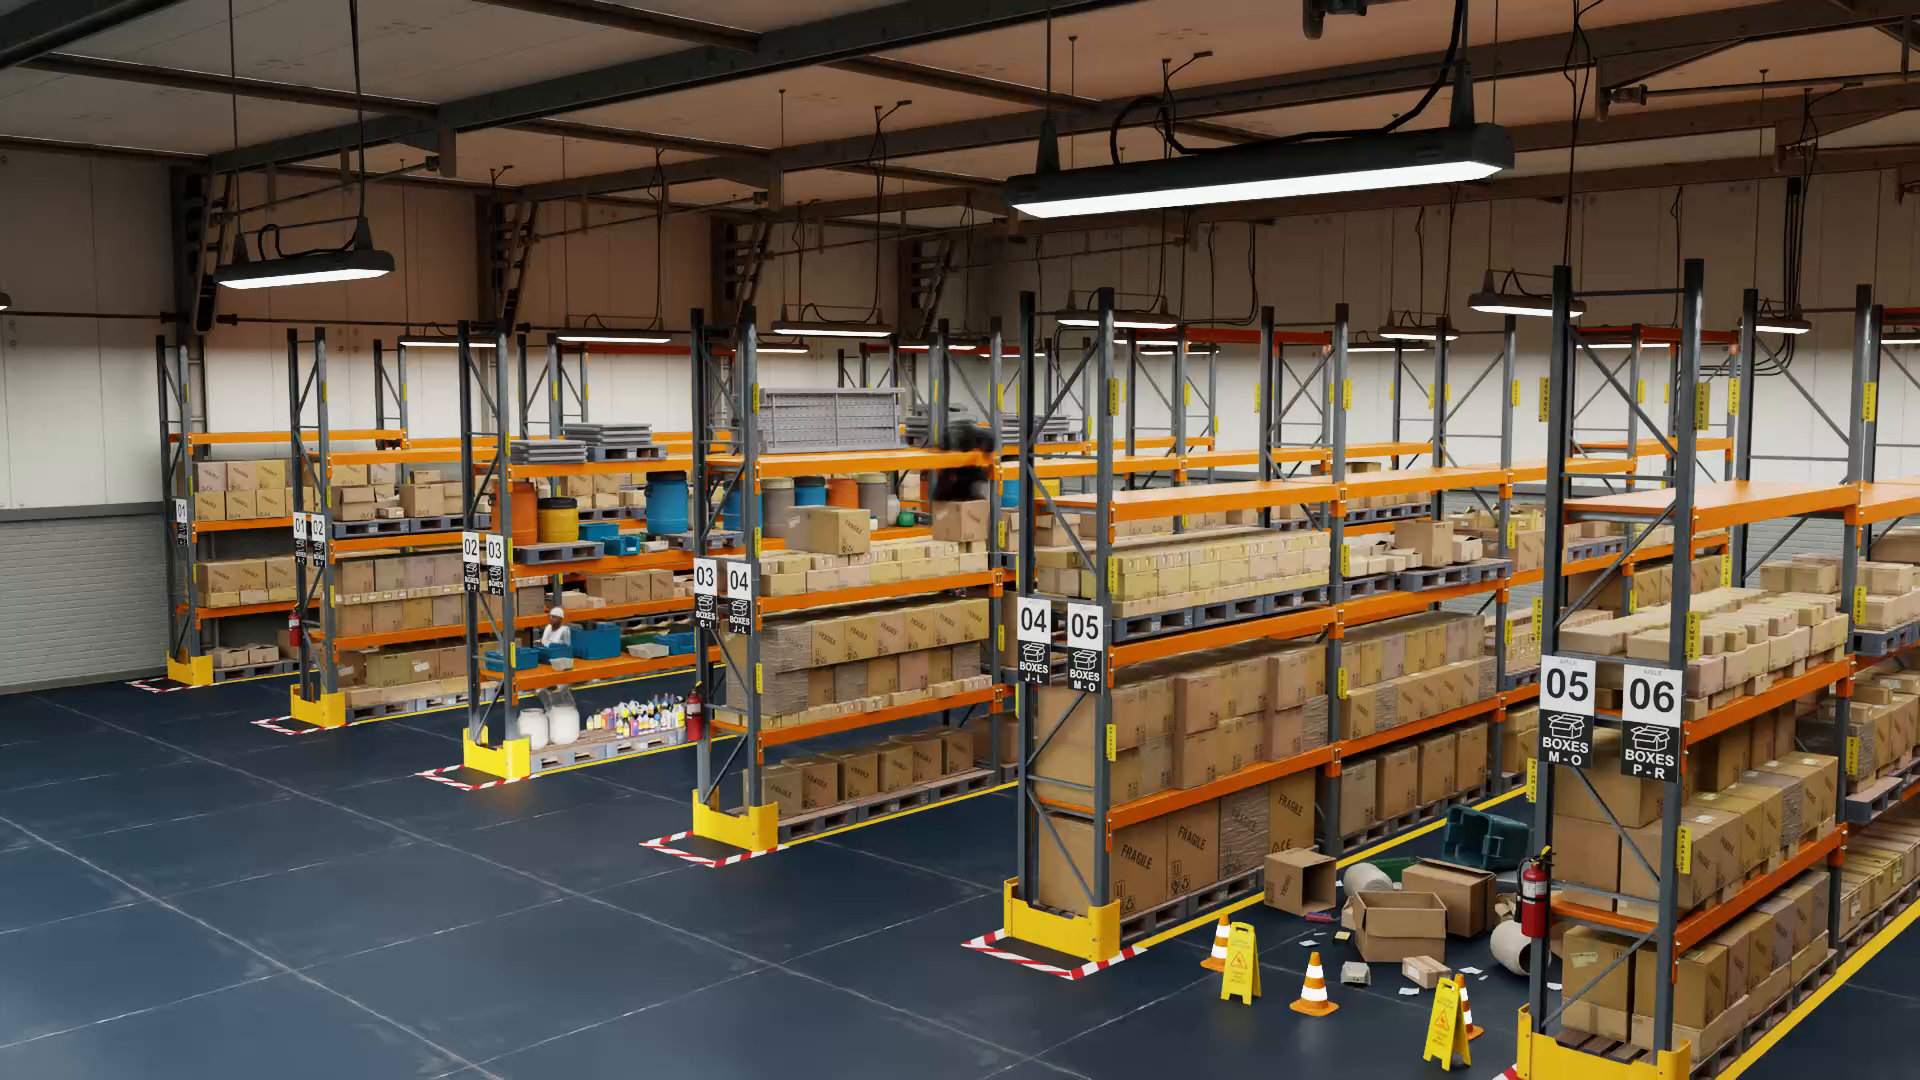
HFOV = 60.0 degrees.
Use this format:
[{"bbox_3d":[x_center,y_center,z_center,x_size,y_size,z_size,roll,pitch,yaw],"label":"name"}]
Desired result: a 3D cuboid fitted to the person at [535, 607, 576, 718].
[{"bbox_3d":[-6.129,1.921,25.149,0.660,1.807,0.725,3,6,28],"label":"person"}]
